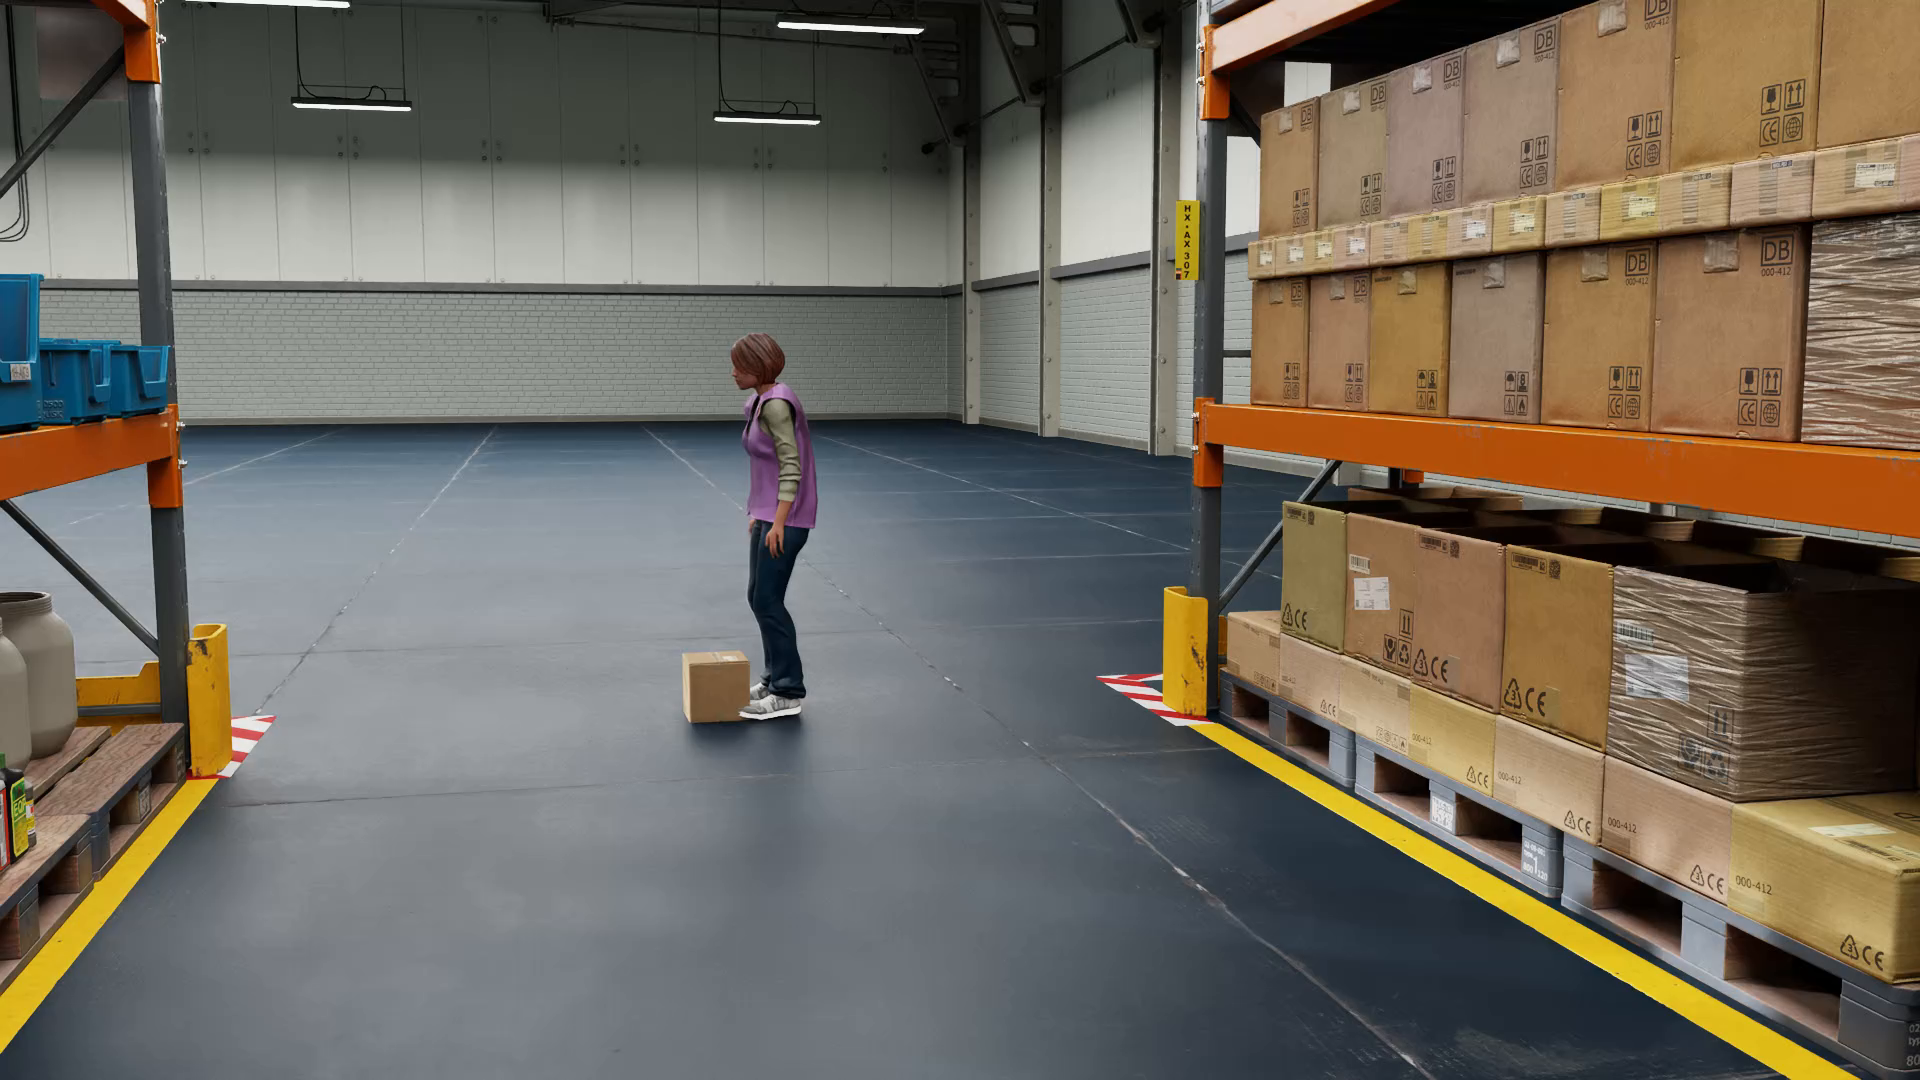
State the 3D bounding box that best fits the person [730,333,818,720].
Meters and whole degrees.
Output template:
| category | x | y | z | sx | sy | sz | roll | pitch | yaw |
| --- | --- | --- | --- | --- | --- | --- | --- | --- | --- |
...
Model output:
| category | x | y | z | sx | sy | sz | roll | pitch | yaw |
| --- | --- | --- | --- | --- | --- | --- | --- | --- | --- |
| person | -0.782 | -0.062 | 6.941 | 0.349 | 1.591 | 0.480 | -2 | 7 | -17 |
